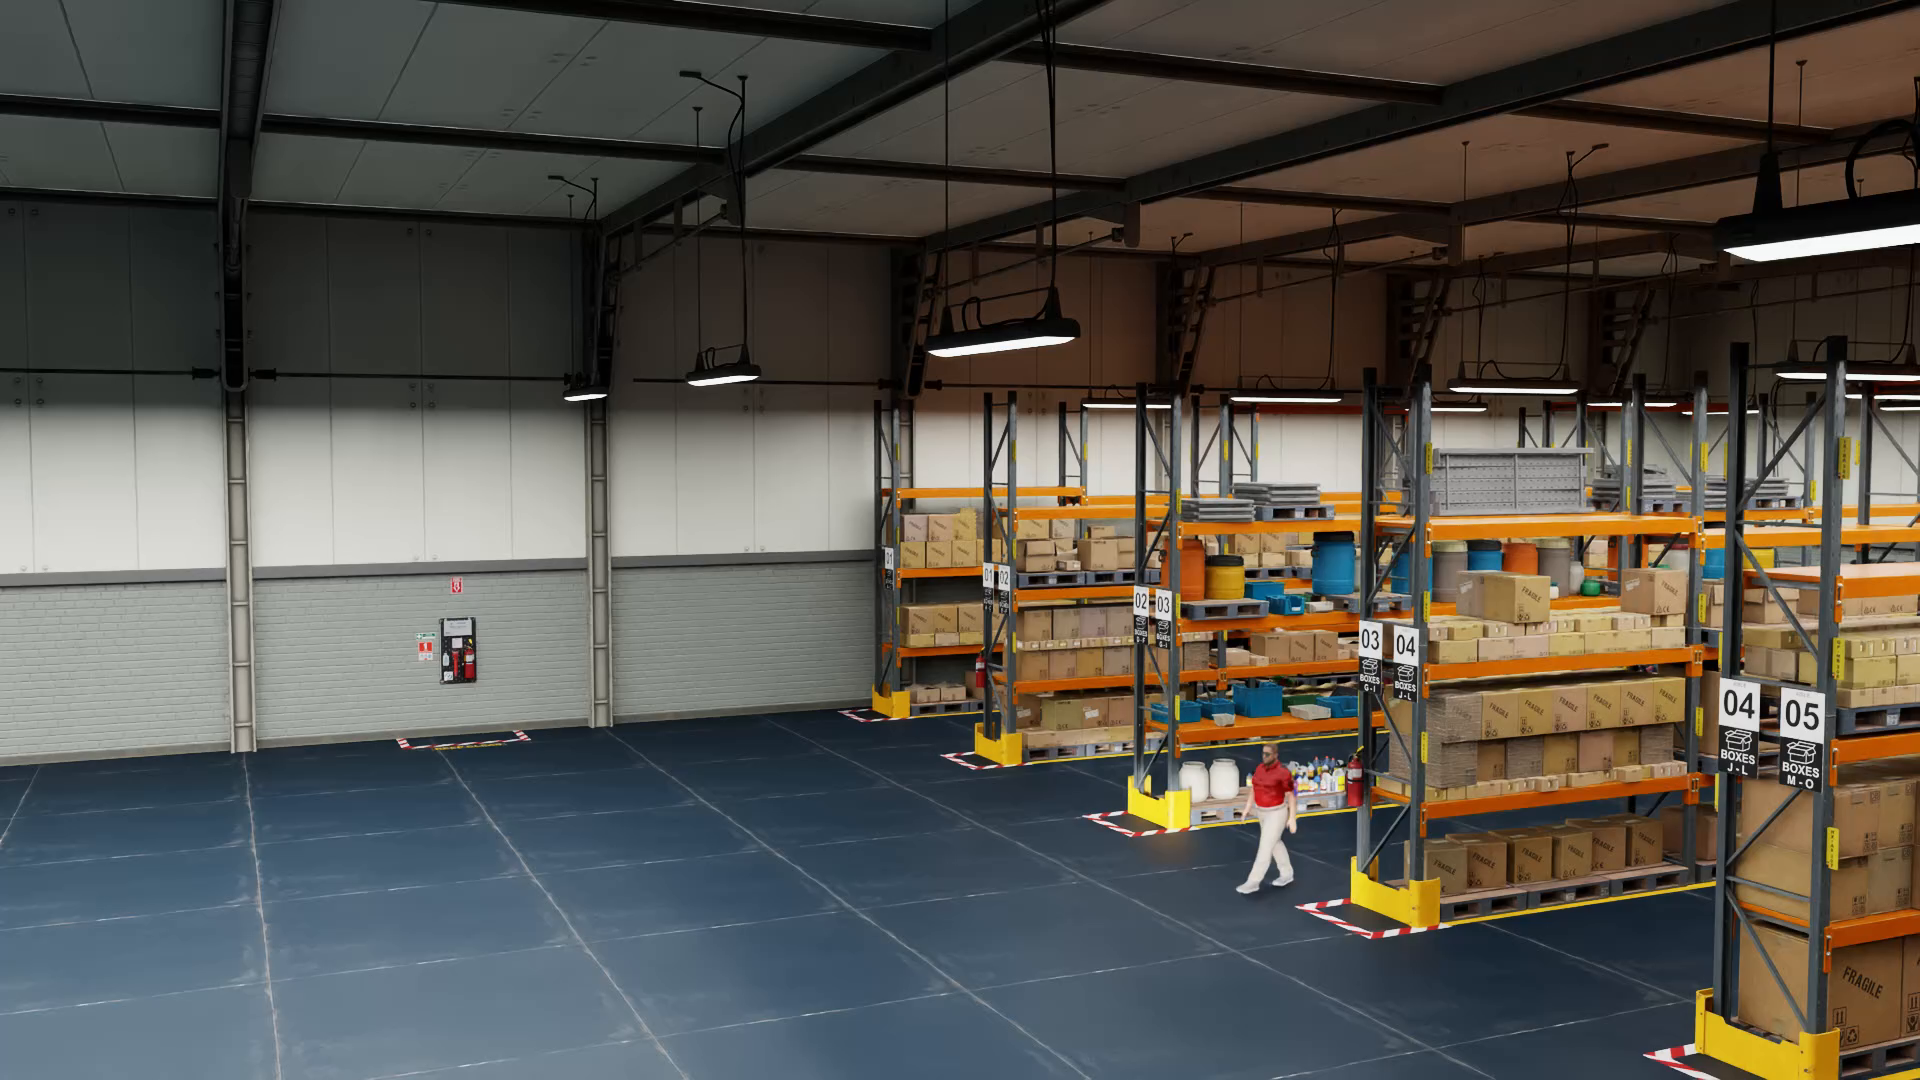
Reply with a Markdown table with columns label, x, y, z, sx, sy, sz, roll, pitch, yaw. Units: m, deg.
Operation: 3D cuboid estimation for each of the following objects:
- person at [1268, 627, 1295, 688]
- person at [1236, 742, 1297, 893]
| label | x | y | z | sx | sy | sz | roll | pitch | yaw |
| --- | --- | --- | --- | --- | --- | --- | --- | --- | --- |
| person | 6.482 | 2.368 | 33.671 | 0.624 | 1.688 | 0.686 | -1 | 3 | -16 |
| person | 3.498 | 3.180 | 19.187 | 0.956 | 1.688 | 0.557 | -1 | 4 | -23 |
